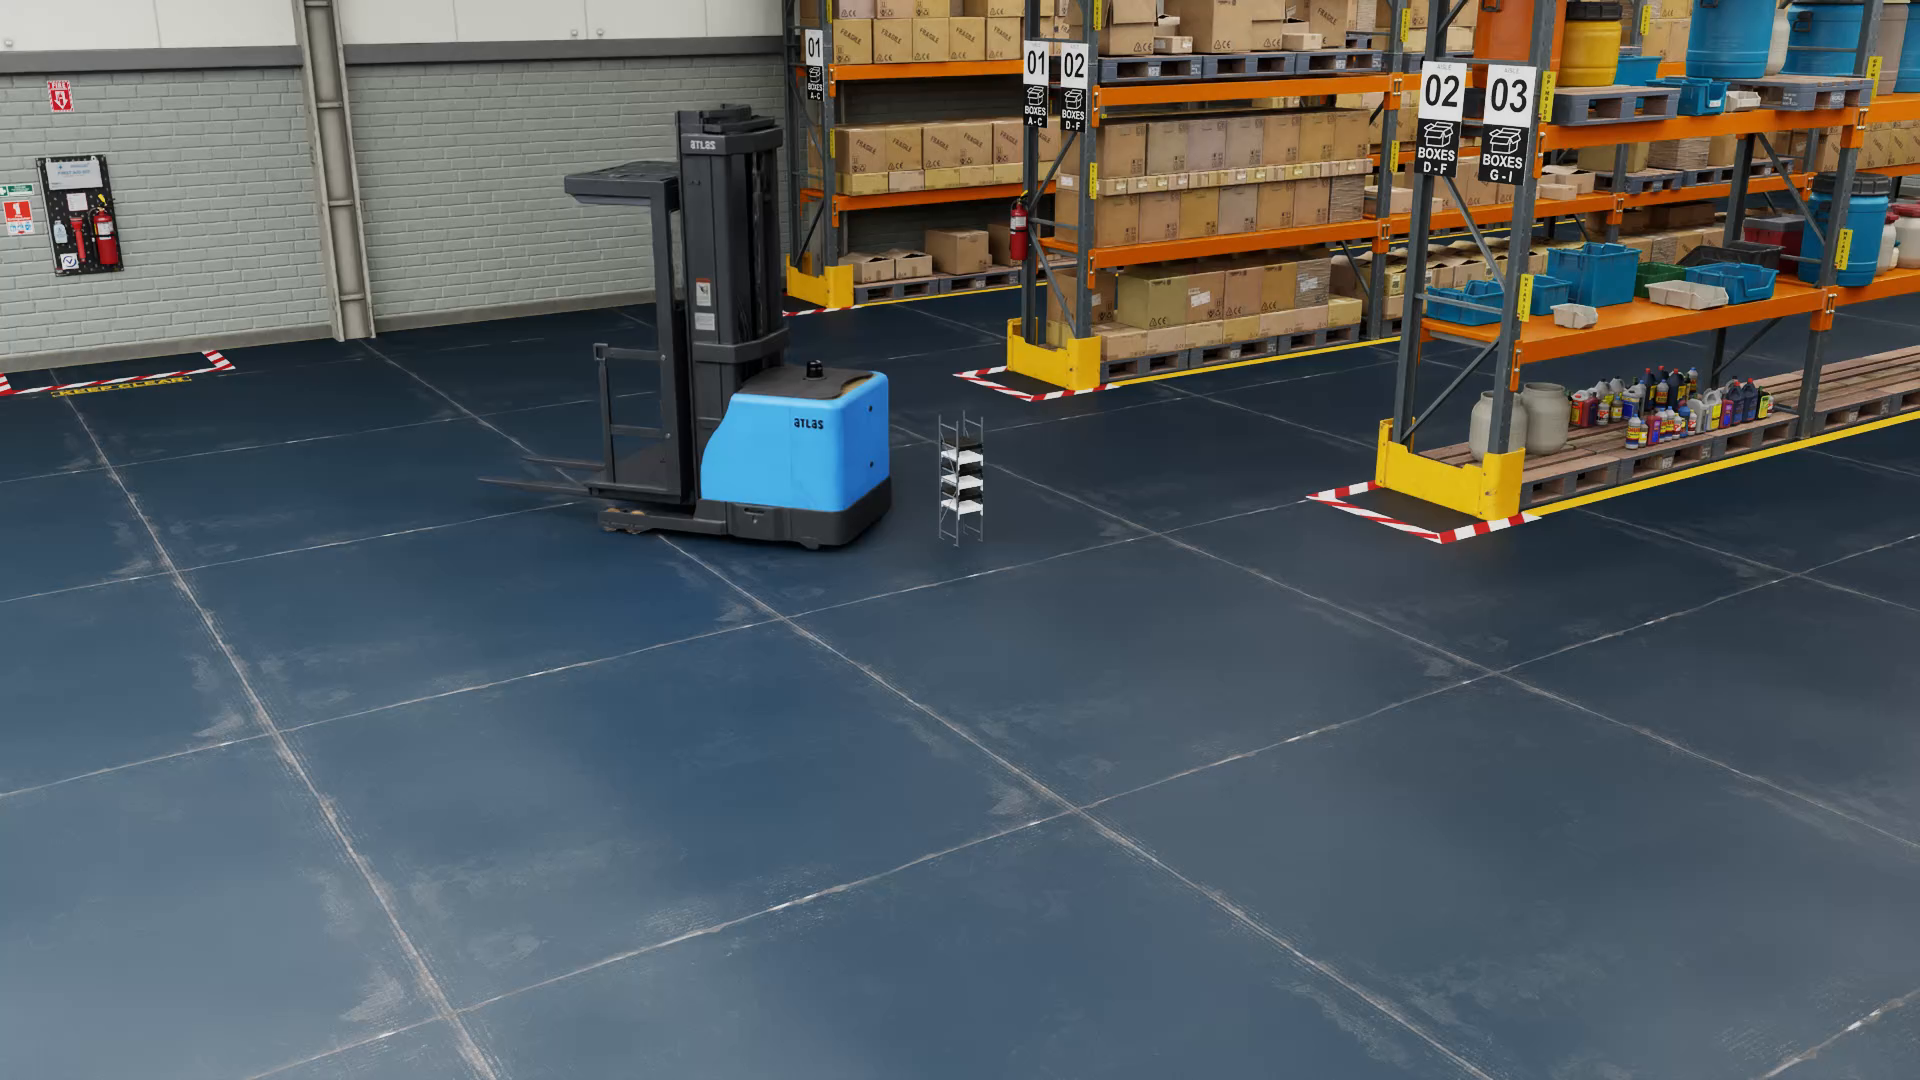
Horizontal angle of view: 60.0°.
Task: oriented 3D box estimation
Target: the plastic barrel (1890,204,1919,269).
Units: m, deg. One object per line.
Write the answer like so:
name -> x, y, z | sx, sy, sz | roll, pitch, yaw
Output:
plastic barrel -> 8.532, -2.722, 14.900 | 0.433, 0.535, 0.433 | 0, 19, 0

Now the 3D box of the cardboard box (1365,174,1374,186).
cardboard box -> 5.578, -5.048, 24.693 | 0.750, 0.750, 0.750 | -12, 22, -32

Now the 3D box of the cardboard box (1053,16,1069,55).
cardboard box -> 1.263, -6.390, 21.093 | 0.500, 0.500, 0.500 | -11, 22, -30

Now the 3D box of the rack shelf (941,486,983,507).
rack shelf -> 0.007, -0.311, 11.644 | 0.200, 0.077, 0.258 | -12, 22, -31

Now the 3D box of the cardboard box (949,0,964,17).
cardboard box -> -0.276, -6.728, 20.529 | 0.500, 0.500, 0.500 | -12, 22, -31

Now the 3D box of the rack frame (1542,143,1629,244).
rack frame -> 7.619, -4.448, 20.219 | 0.127, 3.000, 1.000 | -12, 22, -31

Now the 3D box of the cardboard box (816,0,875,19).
cardboard box -> -1.334, -6.318, 19.317 | 0.500, 0.500, 0.500 | -14, 23, -35

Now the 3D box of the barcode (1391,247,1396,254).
barcode -> 4.721, -3.156, 18.115 | 0.075, 0.075, 0.001 | -12, 22, -31

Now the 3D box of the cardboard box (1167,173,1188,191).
cardboard box -> 2.024, -3.540, 16.364 | 0.250, 0.149, 0.380 | -12, 22, -32

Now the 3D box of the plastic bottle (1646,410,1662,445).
plastic bottle -> 5.544, -0.906, 13.296 | 0.133, 0.283, 0.061 | -11, 22, -31

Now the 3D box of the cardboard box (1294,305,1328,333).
cardboard box -> 3.588, -2.415, 17.841 | 0.500, 0.250, 0.500 | -12, 22, -31

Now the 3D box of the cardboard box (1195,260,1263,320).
cardboard box -> 2.762, -2.589, 17.187 | 0.500, 0.500, 0.500 | -12, 22, -31

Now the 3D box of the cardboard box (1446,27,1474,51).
cardboard box -> 5.256, -5.496, 18.213 | 0.500, 0.250, 0.500 | -15, 24, -37

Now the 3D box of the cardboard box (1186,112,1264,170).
cardboard box -> 2.654, -4.061, 16.891 | 0.500, 0.500, 0.700 | -12, 22, -31

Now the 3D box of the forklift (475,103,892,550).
forklift -> -2.077, -1.583, 11.851 | 3.031, 2.935, 1.130 | 6, 20, 17

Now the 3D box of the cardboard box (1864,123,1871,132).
cardboard box -> 11.939, -5.773, 22.419 | 0.500, 0.500, 0.500 | -13, 22, -33

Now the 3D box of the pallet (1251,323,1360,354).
pallet -> 3.591, -2.294, 18.201 | 1.213, 0.211, 1.003 | -12, 22, -31

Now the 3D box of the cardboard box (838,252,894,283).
cardboard box -> -1.162, -3.396, 20.618 | 0.500, 0.311, 0.500 | -15, 24, -37

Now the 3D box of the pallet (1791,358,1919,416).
pallet -> 8.654, -1.462, 15.740 | 1.213, 0.211, 1.003 | -12, 22, -31

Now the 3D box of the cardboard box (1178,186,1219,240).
cardboard box -> 2.189, -3.345, 16.800 | 0.500, 0.500, 0.700 | -12, 22, -31

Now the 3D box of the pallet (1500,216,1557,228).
pallet -> 8.910, -5.269, 27.002 | 1.213, 0.211, 1.003 | -12, 22, -31

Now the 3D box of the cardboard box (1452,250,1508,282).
cardboard box -> 6.044, -3.183, 19.239 | 0.500, 0.311, 0.500 | -11, 22, -30

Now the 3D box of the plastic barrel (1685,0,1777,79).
plastic barrel -> 6.110, -4.129, 13.152 | 0.708, 0.901, 0.600 | -12, 22, -31

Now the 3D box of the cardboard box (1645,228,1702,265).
cardboard box -> 9.012, -3.657, 21.095 | 0.500, 0.500, 0.500 | -12, 22, -32

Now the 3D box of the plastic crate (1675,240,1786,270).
plastic crate -> 6.492, -2.331, 14.052 | 0.504, 0.338, 0.767 | -12, 22, -31

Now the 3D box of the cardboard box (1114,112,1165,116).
cardboard box -> 2.465, -5.501, 22.490 | 0.500, 0.500, 0.700 | -9, 21, -26

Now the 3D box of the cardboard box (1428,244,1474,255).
cardboard box -> 5.730, -3.322, 19.649 | 0.500, 0.311, 0.500 | -12, 22, -32

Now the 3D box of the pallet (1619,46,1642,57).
pallet -> 7.102, -5.636, 19.345 | 1.003, 0.211, 1.213 | -11, 21, -29

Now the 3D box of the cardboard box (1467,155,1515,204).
cardboard box -> 6.227, -4.196, 19.316 | 0.500, 0.500, 0.500 | -13, 23, -34

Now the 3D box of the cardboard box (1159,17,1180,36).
cardboard box -> 2.219, -5.055, 16.594 | 0.500, 0.311, 0.500 | -9, 21, -25

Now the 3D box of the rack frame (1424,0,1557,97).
rack frame -> 3.659, -4.556, 11.169 | 0.127, 3.000, 1.000 | -12, 22, -31

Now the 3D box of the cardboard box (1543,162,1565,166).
cardboard box -> 9.768, -6.161, 27.520 | 0.250, 0.149, 0.380 | -12, 22, -32

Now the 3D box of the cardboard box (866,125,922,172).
cardboard box -> -0.807, -4.745, 20.130 | 0.500, 0.500, 0.500 | -12, 22, -31

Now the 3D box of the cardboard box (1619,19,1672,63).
cardboard box -> 7.965, -6.003, 19.977 | 0.500, 0.500, 0.910 | -12, 22, -31

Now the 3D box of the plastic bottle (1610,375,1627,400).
plastic bottle -> 5.585, -1.232, 14.156 | 0.185, 0.351, 0.144 | -12, 22, -32

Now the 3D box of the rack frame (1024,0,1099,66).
rack frame -> 0.938, -5.881, 15.090 | 0.127, 3.000, 1.000 | -12, 22, -31

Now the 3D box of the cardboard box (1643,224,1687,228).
cardboard box -> 9.138, -3.885, 21.770 | 0.500, 0.500, 0.500 | -13, 23, -33

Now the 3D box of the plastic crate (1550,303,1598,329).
plastic crate -> 4.583, -1.660, 12.384 | 0.250, 0.136, 0.298 | -12, 22, -31

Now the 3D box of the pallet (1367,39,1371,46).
pallet -> 6.333, -7.430, 24.649 | 1.213, 0.211, 1.003 | -11, 21, -29

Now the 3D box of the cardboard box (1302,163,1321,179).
cardboard box -> 3.525, -3.857, 17.301 | 0.250, 0.149, 0.380 | -12, 22, -32

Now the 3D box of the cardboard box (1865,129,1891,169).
cardboard box -> 12.380, -5.396, 22.865 | 0.500, 0.500, 0.500 | -12, 22, -32

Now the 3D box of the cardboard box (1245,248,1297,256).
cardboard box -> 3.306, -2.907, 18.128 | 0.500, 0.500, 0.500 | -12, 22, -31

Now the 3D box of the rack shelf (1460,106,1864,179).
rack shelf -> 5.329, -3.146, 12.807 | 4.000, 0.370, 1.077 | -12, 22, -31

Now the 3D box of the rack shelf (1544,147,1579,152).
rack shelf -> 9.903, -6.489, 27.378 | 4.000, 0.370, 1.077 | -12, 22, -31

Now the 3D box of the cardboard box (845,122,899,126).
cardboard box -> -1.087, -4.883, 20.537 | 0.500, 0.500, 0.500 | -12, 22, -31

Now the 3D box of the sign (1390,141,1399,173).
sign -> 4.585, -4.043, 17.546 | 0.005, 0.325, 0.100 | -12, 22, -31

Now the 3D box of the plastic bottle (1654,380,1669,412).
plastic bottle -> 6.043, -1.245, 14.317 | 0.097, 0.271, 0.097 | 0, 19, 0

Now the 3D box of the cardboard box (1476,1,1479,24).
cardboard box -> 7.437, -8.028, 25.282 | 0.500, 0.500, 0.700 | -13, 23, -34

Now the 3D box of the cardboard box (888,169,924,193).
cardboard box -> -0.782, -4.398, 20.274 | 0.500, 0.250, 0.500 | -13, 22, -33

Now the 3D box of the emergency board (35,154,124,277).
emergency board -> -8.777, -3.236, 16.634 | 0.643, 1.169, 0.194 | -12, 22, -31

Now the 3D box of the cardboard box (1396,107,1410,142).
cardboard box -> 6.296, -6.164, 24.644 | 0.500, 0.500, 0.500 | -12, 22, -32

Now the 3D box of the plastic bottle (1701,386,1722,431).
plastic bottle -> 6.190, -1.091, 13.736 | 0.185, 0.351, 0.144 | -12, 22, -32

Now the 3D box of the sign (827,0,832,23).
sign -> -1.491, -6.054, 18.919 | 0.005, 0.325, 0.100 | -12, 22, -31

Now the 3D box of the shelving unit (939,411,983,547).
shelving unit -> 0.007, -0.428, 11.605 | 0.210, 0.900, 0.258 | -12, 22, -31

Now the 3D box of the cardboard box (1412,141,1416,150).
cardboard box -> 6.792, -5.977, 25.101 | 0.250, 0.149, 0.380 | -11, 22, -30

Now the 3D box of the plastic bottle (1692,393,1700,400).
plastic bottle -> 6.112, -1.082, 13.815 | 0.133, 0.283, 0.061 | -12, 22, -31

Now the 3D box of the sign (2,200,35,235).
sign -> -9.295, -3.183, 16.422 | 0.234, 0.329, 0.001 | -12, 22, -31
